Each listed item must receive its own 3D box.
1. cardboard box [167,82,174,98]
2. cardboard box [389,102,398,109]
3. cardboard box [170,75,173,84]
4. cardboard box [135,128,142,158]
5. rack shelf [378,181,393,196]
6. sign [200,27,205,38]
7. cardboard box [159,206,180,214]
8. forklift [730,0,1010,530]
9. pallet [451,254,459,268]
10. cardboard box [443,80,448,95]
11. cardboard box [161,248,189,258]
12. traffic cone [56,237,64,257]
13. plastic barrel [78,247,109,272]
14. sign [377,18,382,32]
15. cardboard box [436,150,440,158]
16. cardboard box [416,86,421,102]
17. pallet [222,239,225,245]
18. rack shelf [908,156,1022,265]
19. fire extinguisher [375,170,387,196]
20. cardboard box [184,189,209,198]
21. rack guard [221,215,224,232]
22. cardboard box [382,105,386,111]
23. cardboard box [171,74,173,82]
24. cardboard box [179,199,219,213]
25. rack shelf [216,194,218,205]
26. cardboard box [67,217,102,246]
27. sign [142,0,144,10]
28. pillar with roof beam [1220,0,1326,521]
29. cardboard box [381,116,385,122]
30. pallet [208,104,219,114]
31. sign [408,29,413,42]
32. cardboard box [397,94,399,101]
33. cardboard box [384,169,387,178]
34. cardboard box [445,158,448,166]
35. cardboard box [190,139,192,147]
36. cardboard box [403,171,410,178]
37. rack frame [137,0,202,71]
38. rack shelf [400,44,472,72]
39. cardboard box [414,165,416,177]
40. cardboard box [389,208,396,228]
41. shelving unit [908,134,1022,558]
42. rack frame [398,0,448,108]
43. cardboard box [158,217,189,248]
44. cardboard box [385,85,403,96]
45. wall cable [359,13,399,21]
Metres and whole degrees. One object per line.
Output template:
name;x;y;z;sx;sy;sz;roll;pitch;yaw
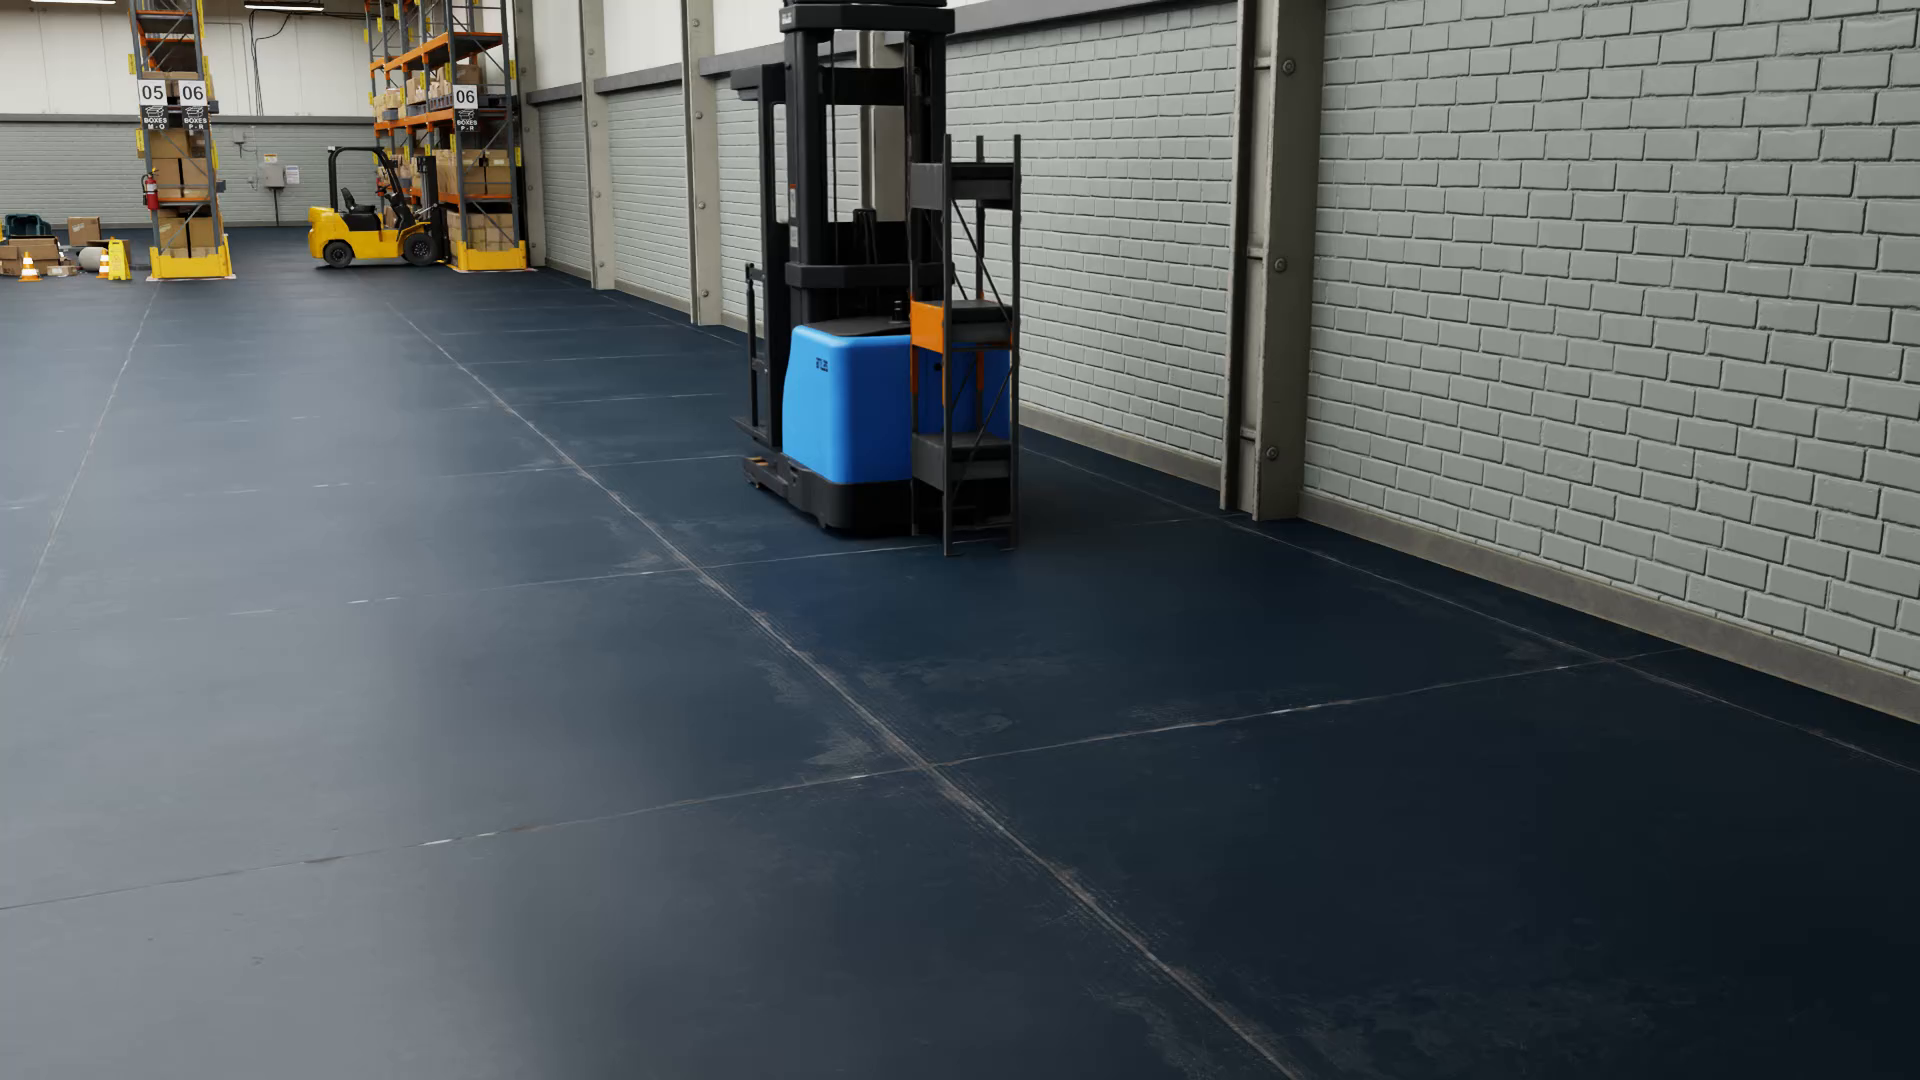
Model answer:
cardboard box;-13.619;-7.625;28.185;0.500;0.250;0.500;-6;14;-24
cardboard box;-13.073;-10.118;38.685;0.380;0.149;0.250;-6;14;-24
cardboard box;-13.799;-7.949;28.698;0.380;0.149;0.250;-6;14;-25
cardboard box;-13.878;-6.873;28.817;0.700;0.500;0.500;-6;14;-24
rack shelf;-14.040;-8.897;42.253;1.077;0.370;4.000;-6;14;-23
sign;-18.885;-12.674;41.425;0.100;0.325;0.005;-6;14;-23
cardboard box;-14.279;-5.939;29.945;0.380;0.149;0.250;-5;14;-20
forklift;-0.722;-1.773;10.030;1.130;2.935;3.031;-5;14;-21
pallet;-8.777;-5.150;30.655;1.003;0.211;1.213;-6;14;-23
cardboard box;-9.144;-8.200;30.140;0.396;0.266;0.258;-6;14;-23
cardboard box;-13.559;-4.918;28.634;0.500;0.250;0.500;-6;14;-23
traffic cone;-17.393;-5.595;32.020;0.336;0.463;0.334;-6;14;-23
plastic barrel;-15.193;-4.940;29.277;0.512;0.421;0.421;4;14;16
sign;-13.744;-12.205;39.400;0.100;0.325;0.005;-6;14;-23
cardboard box;-9.872;-7.438;32.034;0.380;0.149;0.250;-5;14;-22
cardboard box;-10.855;-9.138;34.094;0.500;0.311;0.500;-6;14;-25
pallet;-16.430;-6.370;35.923;1.003;0.211;1.213;-6;14;-23
rack shelf;0.021;-1.671;8.390;0.431;0.518;0.480;-5;14;-21
fire extinguisher;-15.324;-9.430;43.959;0.296;0.674;0.183;-6;14;-23
cardboard box;-12.925;-5.872;28.146;0.380;0.149;0.250;-6;14;-23
rack guard;-19.398;-7.998;42.320;1.175;0.500;0.348;-6;14;-23
cardboard box;-13.880;-10.551;40.824;0.500;0.250;0.500;-6;14;-25
cardboard box;-13.050;-7.776;27.950;0.380;0.149;0.250;-6;14;-23
cardboard box;-16.384;-6.878;35.716;0.875;0.875;0.875;-6;14;-23
rack shelf;-15.382;-6.795;33.171;1.077;0.370;4.000;-6;14;-23
cardboard box;-16.200;-5.716;30.779;0.500;0.500;0.500;-6;14;-23
sign;-16.691;-10.962;33.856;0.100;0.325;0.005;-6;14;-23
pillar with roof beam;-2.216;-4.155;6.867;9.100;9.000;0.400;-6;14;-23
cardboard box;-14.298;-10.536;41.645;0.380;0.149;0.250;-5;14;-22
pallet;-15.149;-8.453;32.505;1.213;0.211;1.003;-6;14;-23
sign;-14.325;-13.161;43.356;0.100;0.325;0.005;-6;14;-23
cardboard box;-12.566;-10.047;37.765;0.380;0.149;0.250;-6;14;-23
cardboard box;-14.274;-9.302;42.081;0.500;0.250;0.500;-6;14;-24
cardboard box;-9.364;-7.029;30.925;0.380;0.149;0.250;-6;14;-23
cardboard box;-14.975;-7.790;32.626;0.380;0.149;0.250;-5;14;-20
cardboard box;-12.252;-8.191;37.233;0.380;0.149;0.250;-5;14;-22
rack frame;-14.581;-9.655;30.628;1.000;3.000;0.127;-6;14;-23
rack shelf;-10.836;-9.972;34.480;1.077;0.370;4.000;-6;14;-23
cardboard box;-11.484;-7.961;35.837;0.500;0.250;0.500;-5;14;-21
cardboard box;-13.961;-8.118;41.903;0.700;0.500;0.500;-6;14;-25
shelving unit;0.021;-1.003;8.545;0.431;2.100;0.503;-5;14;-21
rack frame;-11.637;-10.930;36.139;1.000;3.000;0.127;-6;14;-23
cardboard box;-13.539;-5.278;28.525;0.500;0.500;0.500;-6;14;-23
cardboard box;-13.439;-10.679;39.532;0.396;0.266;0.258;-6;14;-24
wall cable;-15.929;-16.574;48.191;2.988;3.039;0.133;-6;14;-23
